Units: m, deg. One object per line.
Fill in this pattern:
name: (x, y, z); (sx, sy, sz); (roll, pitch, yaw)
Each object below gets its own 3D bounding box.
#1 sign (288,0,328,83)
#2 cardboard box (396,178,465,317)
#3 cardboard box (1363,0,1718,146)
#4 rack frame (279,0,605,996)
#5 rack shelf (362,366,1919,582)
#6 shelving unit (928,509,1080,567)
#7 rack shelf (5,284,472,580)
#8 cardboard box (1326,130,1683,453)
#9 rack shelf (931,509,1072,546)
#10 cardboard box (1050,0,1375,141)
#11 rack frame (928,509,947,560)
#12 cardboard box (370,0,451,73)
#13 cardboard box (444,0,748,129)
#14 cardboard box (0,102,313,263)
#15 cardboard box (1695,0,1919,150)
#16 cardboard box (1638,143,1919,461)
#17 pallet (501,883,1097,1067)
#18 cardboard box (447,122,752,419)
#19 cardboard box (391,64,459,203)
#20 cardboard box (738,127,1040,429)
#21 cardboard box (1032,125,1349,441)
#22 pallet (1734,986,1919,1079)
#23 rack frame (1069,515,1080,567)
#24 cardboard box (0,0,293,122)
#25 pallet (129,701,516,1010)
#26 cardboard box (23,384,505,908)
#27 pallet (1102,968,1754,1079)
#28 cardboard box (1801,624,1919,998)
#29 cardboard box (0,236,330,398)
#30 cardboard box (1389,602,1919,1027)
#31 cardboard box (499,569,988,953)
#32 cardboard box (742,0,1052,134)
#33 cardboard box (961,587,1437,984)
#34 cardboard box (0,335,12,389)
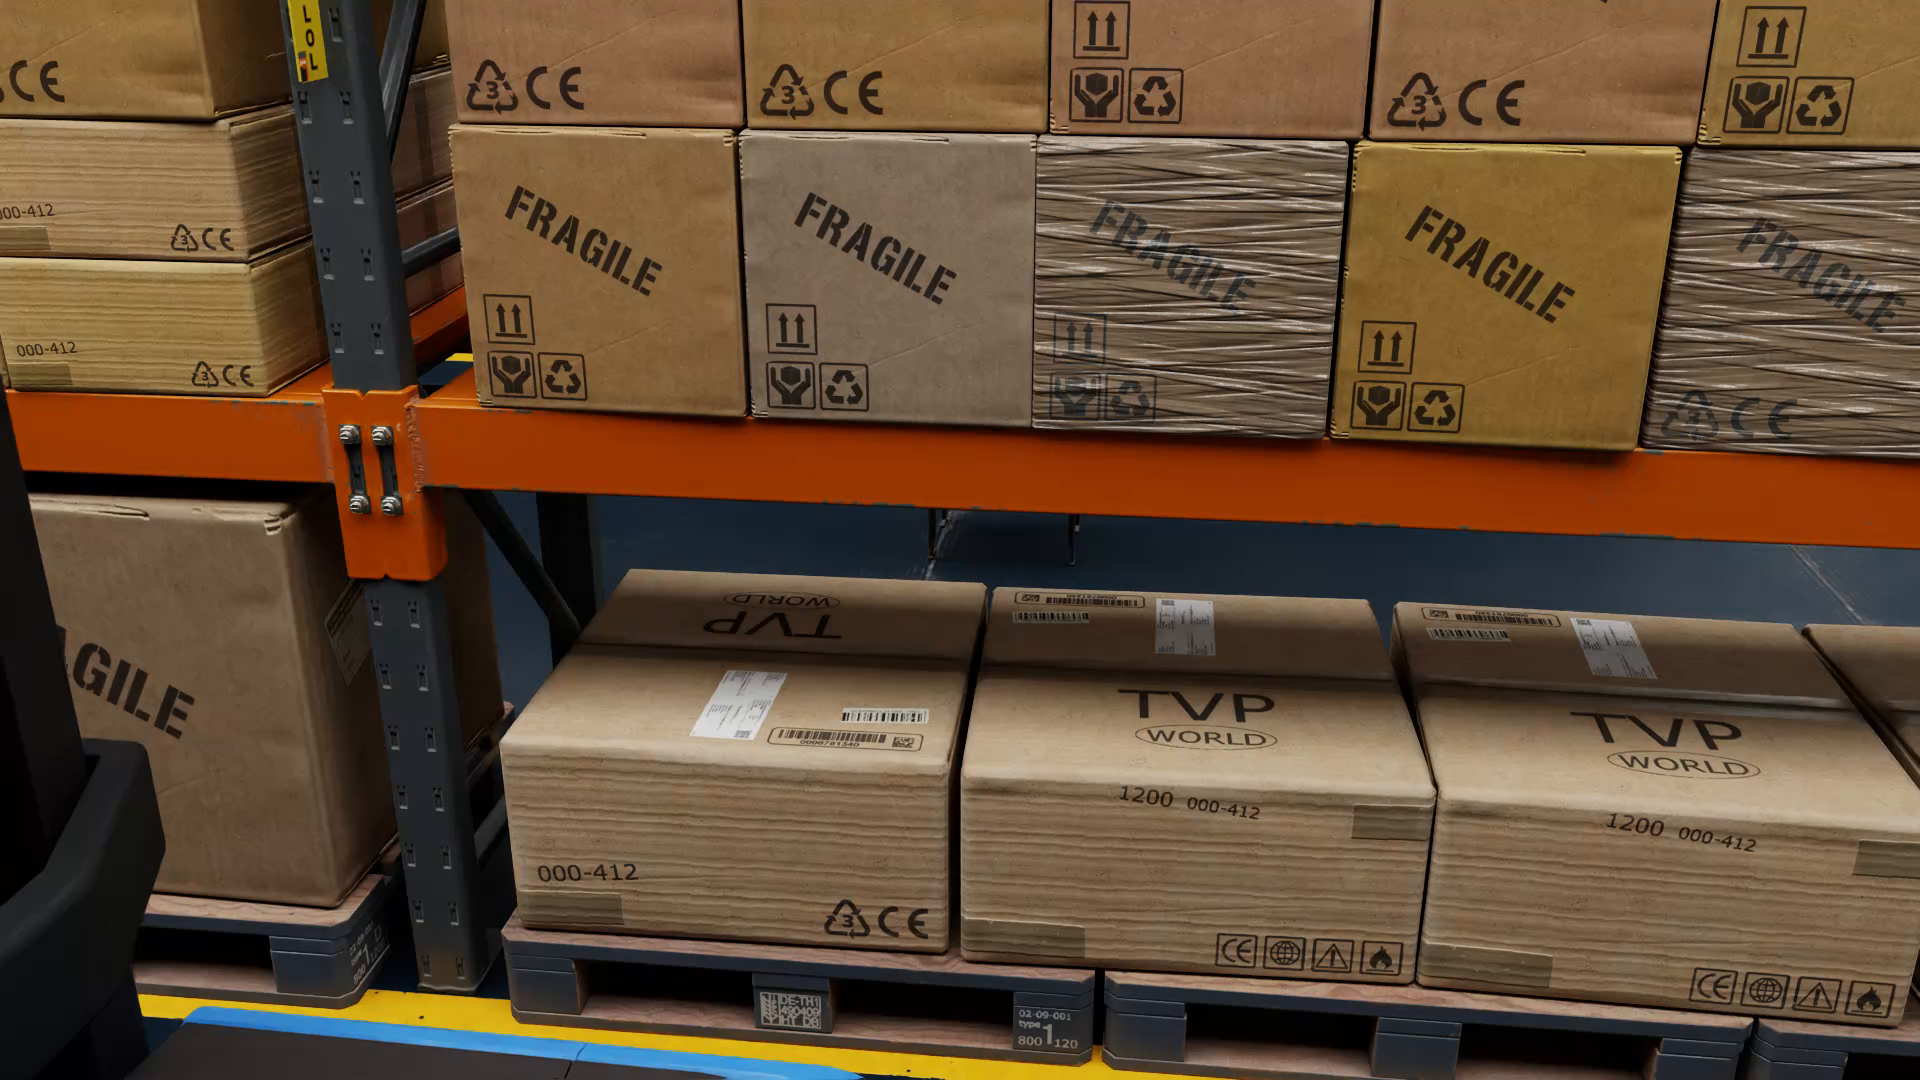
sign: (-1.079, -0.921, 2.723); (0.005, 0.325, 0.100); (2, 22, 6)
cardboard box: (-1.431, -0.664, 3.743); (0.500, 0.250, 0.500); (2, 22, 5)
cardboard box: (0.928, -0.947, 2.760); (0.500, 0.500, 0.500); (2, 22, 6)
rack frame: (-1.025, -0.618, 3.423); (0.127, 3.000, 1.000); (2, 22, 6)
rack shelf: (0.961, -0.197, 3.337); (4.000, 0.370, 1.077); (2, 22, 6)
shelving unit: (0.164, -0.969, 5.536); (0.503, 2.100, 0.431); (2, 22, 6)
rack shelf: (-3.011, -0.370, 3.774); (4.000, 0.370, 1.077); (2, 22, 6)
cardboard box: (0.914, -0.479, 2.936); (0.500, 0.500, 0.500); (3, 22, 8)
rack shelf: (0.164, -0.306, 5.798); (0.480, 0.518, 0.431); (2, 22, 6)
cardboard box: (0.428, -0.970, 2.818); (0.500, 0.500, 0.500); (3, 22, 7)
rack frame: (-0.078, -0.980, 5.562); (0.015, 2.100, 0.400); (2, 22, 6)
cardboard box: (-1.428, -1.254, 3.535); (0.500, 0.500, 0.500); (3, 22, 7)
cardboard box: (-0.581, -1.021, 2.945); (0.500, 0.500, 0.500); (3, 22, 7)
cardboard box: (-1.491, -0.711, 3.183); (0.500, 0.250, 0.500); (2, 22, 6)
cardboard box: (1.427, -0.925, 2.703); (0.500, 0.500, 0.500); (2, 22, 6)
cardboard box: (1.428, -0.462, 2.892); (0.500, 0.500, 0.500); (3, 22, 8)
pallet: (-0.279, 0.740, 3.781); (1.213, 0.211, 1.003); (2, 22, 6)
cardboard box: (-0.590, -0.549, 3.112); (0.500, 0.500, 0.500); (3, 22, 8)
cardboard box: (-1.429, -0.903, 3.668); (0.500, 0.250, 0.500); (2, 22, 5)
cardboard box: (-0.091, -0.525, 3.053); (0.500, 0.500, 0.500); (3, 22, 7)
cardboard box: (0.402, -0.502, 2.993); (0.500, 0.500, 0.500); (3, 22, 7)
pallet: (2.144, 0.846, 3.513); (1.213, 0.211, 1.003); (2, 22, 6)
rack frame: (0.407, -0.959, 5.509); (0.015, 2.100, 0.400); (2, 22, 6)
cardboard box: (-1.498, -1.057, 3.038); (0.500, 0.500, 0.500); (3, 22, 8)
pallet: (-1.800, 0.673, 3.951); (1.213, 0.211, 1.003); (2, 22, 6)
cardboard box: (-1.650, 0.177, 3.731); (0.875, 0.875, 0.875); (3, 22, 8)
pallet: (0.936, 0.792, 3.649); (1.213, 0.211, 1.003); (2, 22, 6)
cardboard box: (2.280, 0.559, 3.359); (0.875, 0.438, 0.875); (2, 22, 4)
cardboard box: (-1.500, -0.476, 3.267); (0.500, 0.250, 0.500); (2, 22, 5)
cardboard box: (1.370, 0.523, 3.452); (0.875, 0.438, 0.875); (3, 22, 8)
cardboard box: (-0.414, 0.444, 3.649); (0.875, 0.438, 0.875); (2, 22, 6)
cardboard box: (-0.080, -0.996, 2.884); (0.500, 0.500, 0.500); (2, 22, 6)
cardboard box: (0.475, 0.483, 3.552); (0.875, 0.438, 0.875); (2, 22, 5)
cardboard box: (-2.006, -0.498, 3.324); (0.500, 0.250, 0.500); (2, 22, 6)
